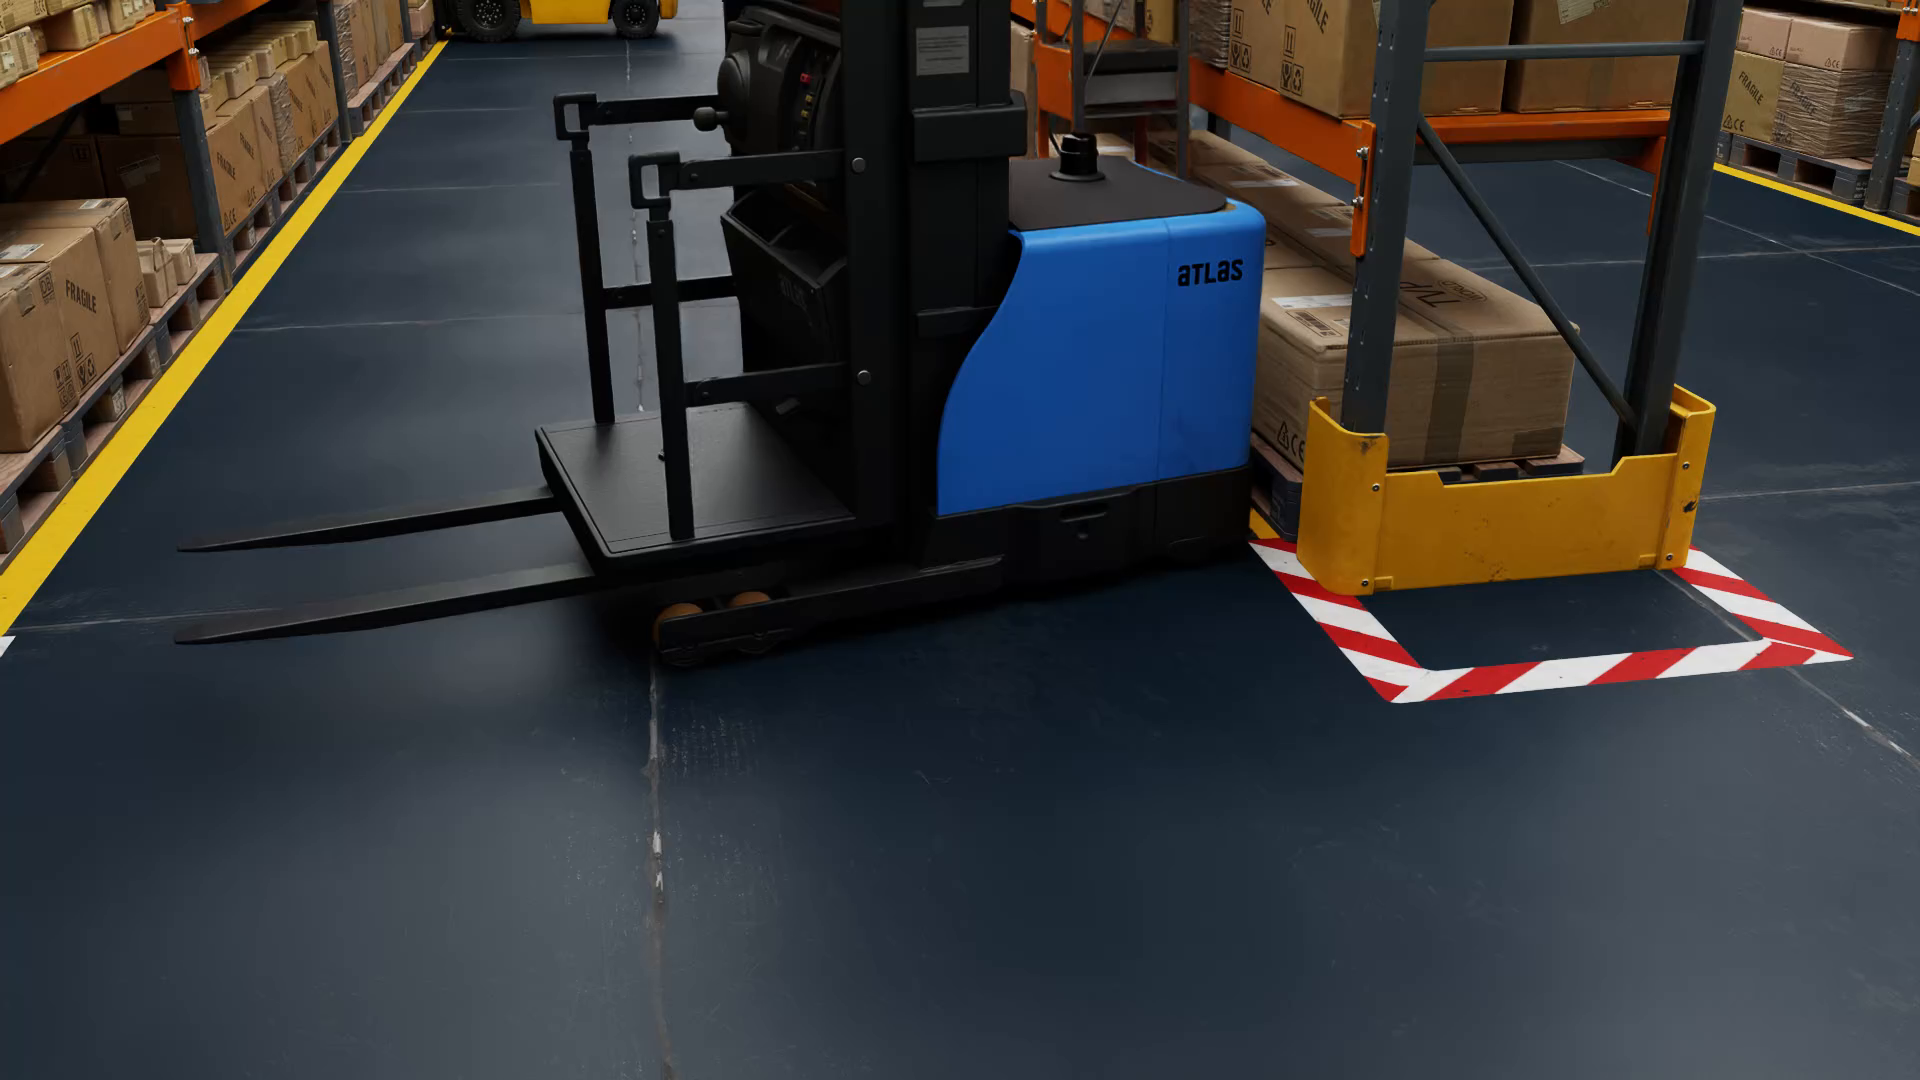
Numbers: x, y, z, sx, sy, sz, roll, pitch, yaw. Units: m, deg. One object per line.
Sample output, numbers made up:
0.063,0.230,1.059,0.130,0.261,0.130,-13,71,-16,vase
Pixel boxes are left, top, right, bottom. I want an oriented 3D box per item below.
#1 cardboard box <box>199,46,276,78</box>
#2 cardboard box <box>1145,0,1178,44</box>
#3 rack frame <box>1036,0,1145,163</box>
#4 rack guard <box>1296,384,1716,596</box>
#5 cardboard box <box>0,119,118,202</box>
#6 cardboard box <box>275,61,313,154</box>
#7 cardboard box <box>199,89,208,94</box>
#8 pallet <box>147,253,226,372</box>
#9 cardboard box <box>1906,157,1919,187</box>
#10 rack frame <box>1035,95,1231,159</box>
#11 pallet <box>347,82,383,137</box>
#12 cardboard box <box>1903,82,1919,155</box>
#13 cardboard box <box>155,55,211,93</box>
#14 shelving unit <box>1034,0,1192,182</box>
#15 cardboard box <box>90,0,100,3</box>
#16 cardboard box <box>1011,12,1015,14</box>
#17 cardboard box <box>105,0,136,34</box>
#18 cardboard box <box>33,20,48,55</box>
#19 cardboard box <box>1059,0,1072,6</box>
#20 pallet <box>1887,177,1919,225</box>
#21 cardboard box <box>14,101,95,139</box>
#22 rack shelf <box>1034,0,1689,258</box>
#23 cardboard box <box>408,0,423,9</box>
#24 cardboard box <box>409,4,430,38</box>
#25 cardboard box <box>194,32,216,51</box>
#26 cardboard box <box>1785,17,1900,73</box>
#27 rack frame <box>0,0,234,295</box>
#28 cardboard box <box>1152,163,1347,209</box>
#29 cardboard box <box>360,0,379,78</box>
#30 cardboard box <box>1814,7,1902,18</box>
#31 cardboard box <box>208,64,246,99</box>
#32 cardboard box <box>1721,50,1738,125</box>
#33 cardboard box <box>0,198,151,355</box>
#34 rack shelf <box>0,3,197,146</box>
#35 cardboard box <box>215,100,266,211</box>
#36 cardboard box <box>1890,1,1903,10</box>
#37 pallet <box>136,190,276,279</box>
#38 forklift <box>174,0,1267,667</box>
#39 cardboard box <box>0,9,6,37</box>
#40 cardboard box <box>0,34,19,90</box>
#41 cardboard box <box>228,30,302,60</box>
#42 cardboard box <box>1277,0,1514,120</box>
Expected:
-4.171,-2.749,9.584,0.380,0.149,0.250,-5,24,-12,cardboard box
0.987,-2.144,6.287,0.500,0.500,0.500,-4,24,-8,cardboard box
0.479,-1.602,6.063,0.400,2.100,0.015,-6,21,-10,rack frame
1.632,-0.171,5.017,1.175,0.500,0.348,-4,24,-10,rack guard
-4.371,-1.749,8.104,0.500,0.500,0.500,-4,24,-10,cardboard box
-4.258,-2.597,10.047,0.500,0.500,0.500,-3,24,-7,cardboard box
-3.922,-2.139,8.187,0.380,0.149,0.250,-5,24,-11,cardboard box
-3.864,-0.982,7.236,1.003,0.211,1.213,-4,24,-10,pallet
5.485,-2.024,9.175,0.380,0.149,0.250,-5,24,-12,cardboard box
0.888,-2.899,8.141,1.000,3.000,0.127,-4,24,-10,rack frame
-4.843,-3.153,12.205,1.003,0.211,1.213,-4,24,-10,pallet
5.858,-2.663,10.197,0.500,0.500,0.500,-3,24,-8,cardboard box
-3.890,-2.270,8.117,0.380,0.149,0.250,-5,24,-12,cardboard box
0.528,-1.520,5.838,0.431,2.100,0.503,-6,21,-10,shelving unit
-3.549,-2.220,6.401,0.500,0.250,0.500,-4,24,-10,cardboard box
0.520,-2.711,9.839,0.875,0.875,0.875,-4,24,-8,cardboard box
-3.541,-2.107,6.641,0.380,0.149,0.250,-4,24,-8,cardboard box
-3.507,-1.794,5.924,0.380,0.149,0.250,-4,24,-9,cardboard box
0.717,-2.741,7.654,0.500,0.500,0.500,-4,24,-8,cardboard box
5.893,-1.766,9.030,1.003,0.211,1.213,-4,24,-10,pallet
-4.341,-1.998,7.865,0.380,0.149,0.250,-5,24,-12,cardboard box
1.258,-1.783,6.483,1.077,0.370,4.000,-4,24,-10,rack shelf
-5.255,-5.052,15.355,0.500,0.250,0.500,-4,24,-10,cardboard box
-5.233,-4.824,15.459,0.500,0.250,0.500,-4,24,-9,cardboard box
-4.792,-3.021,10.208,0.380,0.149,0.250,-4,24,-9,cardboard box
5.347,-2.970,9.965,0.500,0.250,0.500,-5,24,-11,cardboard box
-3.990,-2.530,7.296,1.000,3.000,0.127,-4,24,-10,rack frame
1.064,-1.311,7.180,0.875,0.438,0.875,-5,24,-11,cardboard box
-5.085,-3.976,13.047,0.875,0.625,0.625,-5,24,-12,cardboard box
5.756,-3.215,10.526,0.500,0.250,0.500,-4,24,-8,cardboard box
-4.054,-2.447,8.892,0.380,0.149,0.250,-4,24,-10,cardboard box
5.164,-3.029,11.035,0.500,0.500,0.500,-5,24,-11,cardboard box
-3.582,-0.999,6.388,0.700,0.500,0.500,-5,24,-12,cardboard box
-3.620,-1.414,5.639,1.077,0.370,4.000,-4,24,-10,rack shelf
-3.966,-1.993,8.664,0.500,0.500,0.500,-5,24,-10,cardboard box
9.413,-5.183,15.944,0.700,0.500,0.500,-6,24,-14,cardboard box
-4.177,-1.570,8.580,1.003,0.211,1.213,-4,24,-10,pallet
-0.676,-1.243,4.433,3.031,2.935,1.130,-10,25,-21,forklift
-3.260,-1.621,5.028,0.500,0.250,0.500,-5,24,-11,cardboard box
-3.231,-1.502,5.255,0.380,0.149,0.250,-5,24,-11,cardboard box
-4.303,-3.061,10.298,0.380,0.149,0.250,-5,24,-12,cardboard box
1.278,-1.542,4.908,0.500,0.500,0.500,-4,24,-9,cardboard box
